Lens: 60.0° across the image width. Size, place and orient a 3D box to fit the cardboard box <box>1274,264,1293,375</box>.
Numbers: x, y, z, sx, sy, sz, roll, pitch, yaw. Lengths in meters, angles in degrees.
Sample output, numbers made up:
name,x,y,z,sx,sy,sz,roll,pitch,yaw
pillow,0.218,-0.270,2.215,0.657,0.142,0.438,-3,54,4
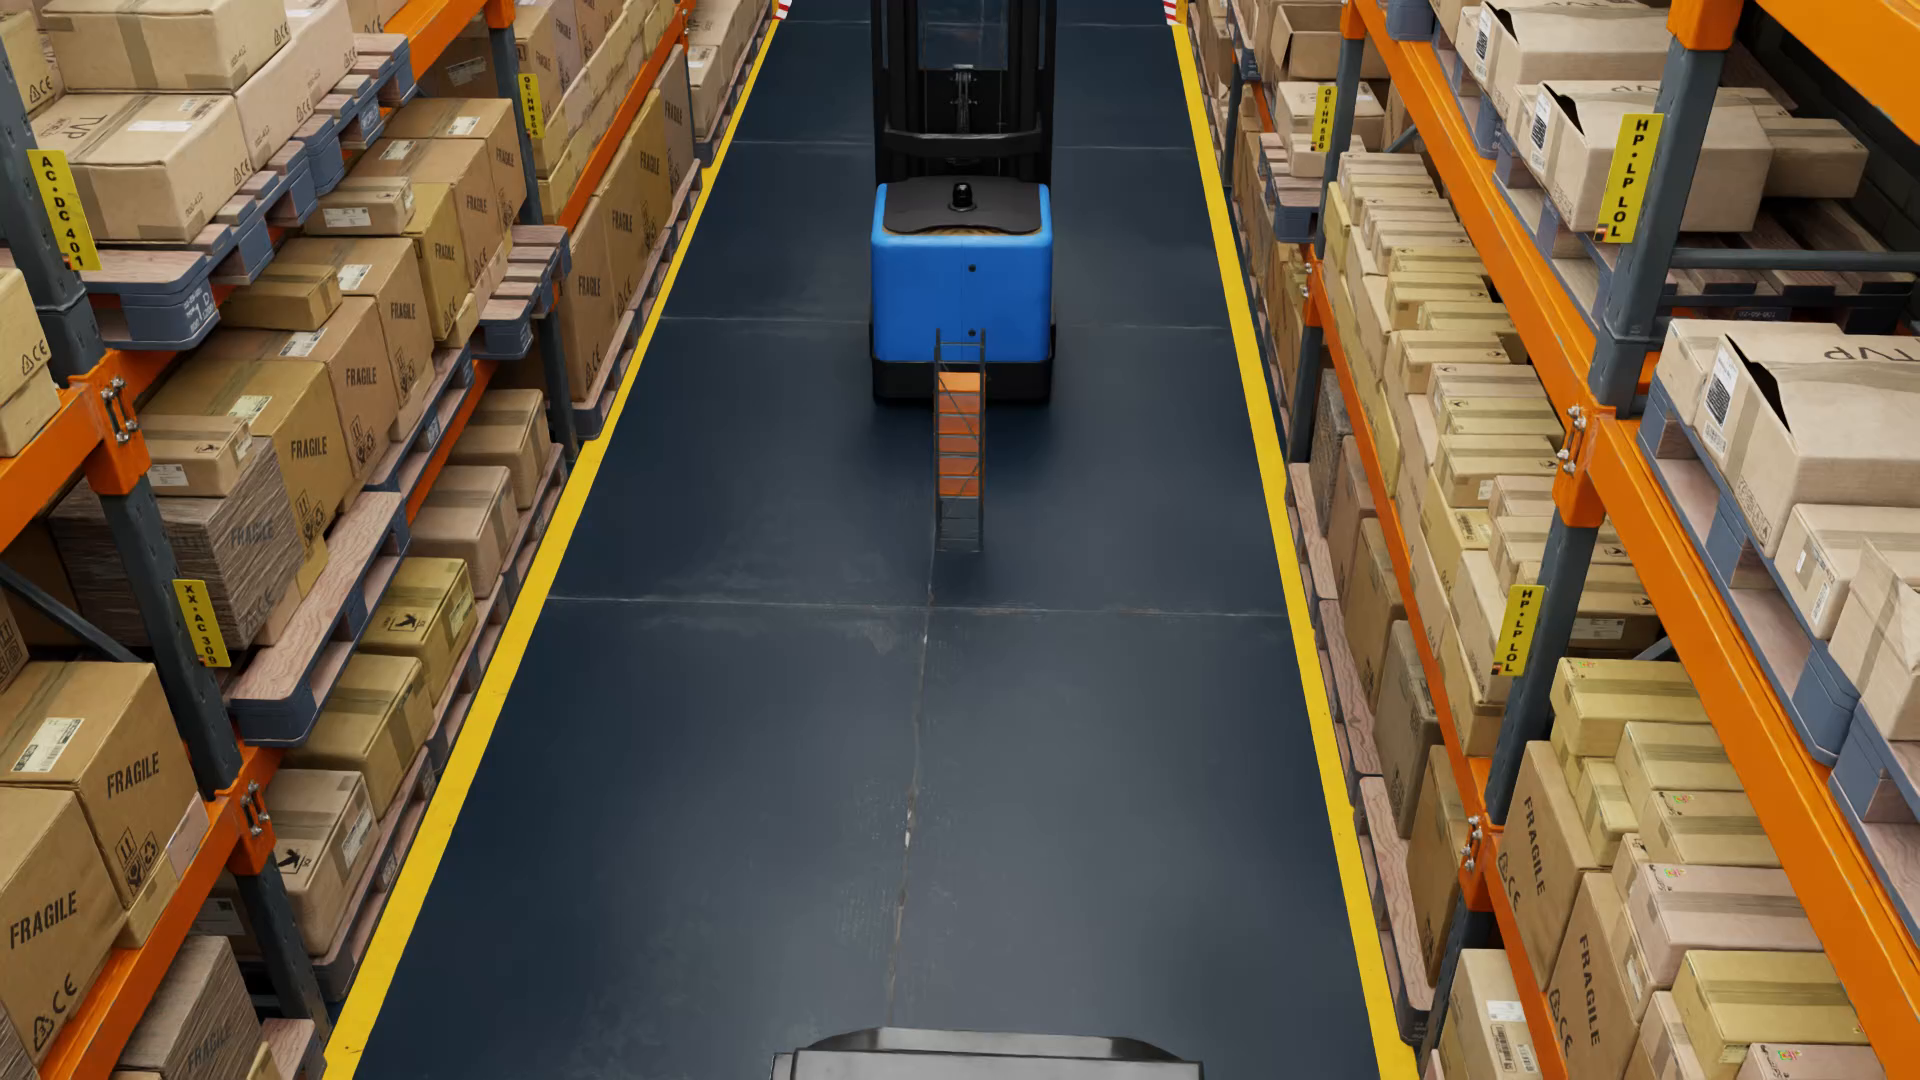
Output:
name,x,y,z,sx,sy,sz,roll,pitch,yaw
cardboard box,2.140,-1.272,9.706,0.500,0.500,0.500,1,35,1

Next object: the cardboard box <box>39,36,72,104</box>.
name,x,y,z,sx,sy,sz,roll,pitch,yaw
cardboard box,-2.909,-1.369,5.192,0.500,0.250,0.500,2,35,2

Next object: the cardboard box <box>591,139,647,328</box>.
name,x,y,z,sx,sy,sz,roll,pitch,yaw
cardboard box,-2.502,-1.910,10.287,0.875,0.875,0.875,2,35,2

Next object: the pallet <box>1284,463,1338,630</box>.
name,x,y,z,sx,sy,sz,roll,pitch,yaw
pallet,2.235,0.025,8.476,1.003,0.211,1.213,1,35,2

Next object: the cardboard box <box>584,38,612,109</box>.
name,x,y,z,sx,sy,sz,roll,pitch,yaw
cardboard box,-2.331,-2.712,9.641,0.500,0.250,0.500,1,35,2

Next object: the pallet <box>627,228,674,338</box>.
name,x,y,z,sx,sy,sz,roll,pitch,yaw
pallet,-2.494,-1.710,10.945,1.003,0.211,1.213,1,35,2

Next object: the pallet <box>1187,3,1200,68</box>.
name,x,y,z,sx,sy,sz,roll,pitch,yaw
pallet,2.594,-4.541,14.974,1.003,0.211,1.213,1,35,2

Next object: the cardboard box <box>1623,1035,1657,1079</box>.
name,x,y,z,sx,sy,sz,roll,pitch,yaw
cardboard box,1.844,1.509,3.853,0.500,0.500,0.500,1,35,1

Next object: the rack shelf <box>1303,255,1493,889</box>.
name,x,y,z,sx,sy,sz,roll,pitch,yaw
rack shelf,2.227,-0.144,6.918,1.077,0.370,4.000,1,35,2

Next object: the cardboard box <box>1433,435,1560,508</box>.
name,x,y,z,sx,sy,sz,roll,pitch,yaw
cardboard box,1.871,-0.240,5.777,0.380,0.149,0.250,0,35,0

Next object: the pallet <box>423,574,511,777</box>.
name,x,y,z,sx,sy,sz,roll,pitch,yaw
pallet,-2.737,0.589,7.675,1.003,0.211,1.213,1,35,2

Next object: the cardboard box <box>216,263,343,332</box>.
name,x,y,z,sx,sy,sz,roll,pitch,yaw
cardboard box,-2.500,-0.891,6.079,0.380,0.149,0.250,3,35,5

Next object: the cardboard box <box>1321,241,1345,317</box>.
name,x,y,z,sx,sy,sz,roll,pitch,yaw
cardboard box,2.045,-1.277,8.035,0.500,0.250,0.500,1,35,2

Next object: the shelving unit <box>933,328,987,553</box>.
name,x,y,z,sx,sy,sz,roll,pitch,yaw
shelving unit,-0.001,-0.483,8.339,0.258,1.200,0.189,1,35,2

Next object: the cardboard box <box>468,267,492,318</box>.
name,x,y,z,sx,sy,sz,roll,pitch,yaw
cardboard box,-2.353,-1.130,7.548,0.380,0.149,0.250,0,35,0

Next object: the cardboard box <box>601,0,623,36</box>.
name,x,y,z,sx,sy,sz,roll,pitch,yaw
cardboard box,-2.318,-3.300,9.826,0.500,0.500,0.500,2,35,3

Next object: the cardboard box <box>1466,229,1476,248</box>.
name,x,y,z,sx,sy,sz,roll,pitch,yaw
cardboard box,2.548,-1.173,7.451,0.500,0.250,0.500,2,35,2

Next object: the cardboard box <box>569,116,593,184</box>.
name,x,y,z,sx,sy,sz,roll,pitch,yaw
cardboard box,-2.379,-2.210,9.362,0.500,0.250,0.500,0,35,1

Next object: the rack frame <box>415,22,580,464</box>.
name,x,y,z,sx,sy,sz,roll,pitch,yaw
rack frame,-2.653,-1.700,8.506,1.000,3.000,0.127,1,35,2

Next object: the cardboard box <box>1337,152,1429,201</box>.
name,x,y,z,sx,sy,sz,roll,pitch,yaw
cardboard box,2.000,-1.718,7.880,0.380,0.149,0.250,2,35,3

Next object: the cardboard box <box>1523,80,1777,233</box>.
name,x,y,z,sx,sy,sz,roll,pitch,yaw
cardboard box,1.932,-1.115,4.690,0.500,0.311,0.500,0,35,0

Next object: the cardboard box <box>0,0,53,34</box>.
name,x,y,z,sx,sy,sz,roll,pitch,yaw
cardboard box,-2.899,-1.867,5.465,0.500,0.250,0.500,2,35,3

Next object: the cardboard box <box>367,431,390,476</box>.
name,x,y,z,sx,sy,sz,roll,pitch,yaw
cardboard box,-2.458,-0.378,6.478,0.380,0.149,0.250,2,35,2

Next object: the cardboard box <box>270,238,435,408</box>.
name,x,y,z,sx,sy,sz,roll,pitch,yaw
cardboard box,-2.445,-0.866,6.609,0.500,0.500,0.500,0,35,0

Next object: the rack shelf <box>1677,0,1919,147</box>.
name,x,y,z,sx,sy,sz,roll,pitch,yaw
rack shelf,2.066,-0.137,2.038,1.077,0.370,4.000,1,35,2

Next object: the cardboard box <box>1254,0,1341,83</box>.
name,x,y,z,sx,sy,sz,roll,pitch,yaw
cardboard box,2.172,-3.077,10.014,0.700,0.500,0.500,1,35,2

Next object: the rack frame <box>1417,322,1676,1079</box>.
name,x,y,z,sx,sy,sz,roll,pitch,yaw
rack frame,2.146,0.710,5.076,1.000,3.000,0.127,1,35,2

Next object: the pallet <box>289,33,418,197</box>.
name,x,y,z,sx,sy,sz,roll,pitch,yaw
pallet,-2.644,-1.501,5.777,1.213,0.211,1.003,1,35,2

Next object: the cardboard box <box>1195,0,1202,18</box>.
name,x,y,z,sx,sy,sz,roll,pitch,yaw
cardboard box,2.509,-4.985,14.986,0.797,0.503,0.637,0,35,0

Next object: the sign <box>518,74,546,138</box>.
name,x,y,z,sx,sy,sz,roll,pitch,yaw
sign,-2.110,-2.135,8.186,0.100,0.325,0.005,1,35,2

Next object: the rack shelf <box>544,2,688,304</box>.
name,x,y,z,sx,sy,sz,roll,pitch,yaw
rack shelf,-2.572,-2.555,10.348,1.077,0.370,4.000,1,35,2

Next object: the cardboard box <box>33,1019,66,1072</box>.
name,x,y,z,sx,sy,sz,roll,pitch,yaw
cardboard box,-2.637,1.326,4.418,0.380,0.149,0.250,1,35,1

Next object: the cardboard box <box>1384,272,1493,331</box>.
name,x,y,z,sx,sy,sz,roll,pitch,yaw
cardboard box,1.959,-0.976,6.825,0.380,0.149,0.250,2,35,3

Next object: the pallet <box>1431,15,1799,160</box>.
name,x,y,z,sx,sy,sz,roll,pitch,yaw
pallet,2.327,-1.703,6.066,1.003,0.211,1.213,3,35,4

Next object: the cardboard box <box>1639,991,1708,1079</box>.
name,x,y,z,sx,sy,sz,roll,pitch,yaw
cardboard box,1.783,1.171,3.770,0.380,0.149,0.250,1,35,1

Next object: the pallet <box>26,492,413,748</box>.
name,x,y,z,sx,sy,sz,roll,pitch,yaw
pallet,-2.637,0.241,5.912,1.003,0.211,1.213,1,35,2

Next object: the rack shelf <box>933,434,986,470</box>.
name,x,y,z,sx,sy,sz,roll,pitch,yaw
rack shelf,-0.001,-0.446,8.364,0.258,0.103,0.180,1,35,2

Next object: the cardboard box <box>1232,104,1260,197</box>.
name,x,y,z,sx,sy,sz,roll,pitch,yaw
cardboard box,2.223,-2.762,11.826,0.500,0.500,0.500,3,35,4

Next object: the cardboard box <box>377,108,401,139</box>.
name,x,y,z,sx,sy,sz,roll,pitch,yaw
cardboard box,-2.902,-1.782,7.911,0.500,0.500,0.500,0,35,1

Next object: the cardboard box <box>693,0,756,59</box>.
name,x,y,z,sx,sy,sz,roll,pitch,yaw
cardboard box,-2.286,-4.513,14.371,0.875,0.438,0.875,2,35,3

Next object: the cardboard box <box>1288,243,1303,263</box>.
name,x,y,z,sx,sy,sz,roll,pitch,yaw
cardboard box,2.108,-1.600,9.608,0.380,0.149,0.250,0,35,0

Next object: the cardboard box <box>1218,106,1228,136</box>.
name,x,y,z,sx,sy,sz,roll,pitch,yaw
cardboard box,2.197,-3.218,12.780,0.380,0.149,0.250,0,35,0

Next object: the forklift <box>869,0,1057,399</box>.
name,x,y,z,sx,sy,sz,roll,pitch,yaw
forklift,0.023,-2.841,10.190,1.130,2.935,3.031,0,35,0

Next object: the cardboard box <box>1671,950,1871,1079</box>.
name,x,y,z,sx,sy,sz,roll,pitch,yaw
cardboard box,1.819,1.053,3.679,0.380,0.149,0.250,1,35,1

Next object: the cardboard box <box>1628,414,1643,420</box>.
name,x,y,z,sx,sy,sz,roll,pitch,yaw
cardboard box,2.474,-0.379,5.975,0.380,0.149,0.250,1,35,2

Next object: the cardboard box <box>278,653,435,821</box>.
name,x,y,z,sx,sy,sz,roll,pitch,yaw
cardboard box,-2.769,0.787,6.888,0.950,0.372,0.625,3,35,5

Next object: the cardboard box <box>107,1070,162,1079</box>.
name,x,y,z,sx,sy,sz,roll,pitch,yaw
cardboard box,-2.588,1.883,4.782,0.500,0.500,0.500,2,35,3

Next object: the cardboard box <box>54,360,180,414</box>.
name,x,y,z,sx,sy,sz,roll,pitch,yaw
cardboard box,-3.006,-0.292,5.792,0.500,0.500,0.500,2,35,2

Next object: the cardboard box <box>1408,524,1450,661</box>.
name,x,y,z,sx,sy,sz,roll,pitch,yaw
cardboard box,1.920,0.187,5.951,0.500,0.250,0.500,1,35,2

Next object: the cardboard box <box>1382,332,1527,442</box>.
name,x,y,z,sx,sy,sz,roll,pitch,yaw
cardboard box,1.990,-0.600,6.636,0.500,0.250,0.500,2,35,3

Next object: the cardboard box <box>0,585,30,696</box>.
name,x,y,z,sx,sy,sz,roll,pitch,yaw
cardboard box,-3.048,0.274,4.482,0.700,0.500,0.500,1,35,1

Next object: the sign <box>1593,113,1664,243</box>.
name,x,y,z,sx,sy,sz,roll,pitch,yaw
sign,1.604,-0.864,3.985,0.100,0.325,0.005,1,35,2

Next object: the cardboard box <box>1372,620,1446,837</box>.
name,x,y,z,sx,sy,sz,roll,pitch,yaw
cardboard box,2.195,0.764,6.699,0.875,0.625,0.625,1,35,1

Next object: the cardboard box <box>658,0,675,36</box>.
name,x,y,z,sx,sy,sz,roll,pitch,yaw
cardboard box,-2.258,-3.674,11.444,0.500,0.250,0.500,1,35,1
